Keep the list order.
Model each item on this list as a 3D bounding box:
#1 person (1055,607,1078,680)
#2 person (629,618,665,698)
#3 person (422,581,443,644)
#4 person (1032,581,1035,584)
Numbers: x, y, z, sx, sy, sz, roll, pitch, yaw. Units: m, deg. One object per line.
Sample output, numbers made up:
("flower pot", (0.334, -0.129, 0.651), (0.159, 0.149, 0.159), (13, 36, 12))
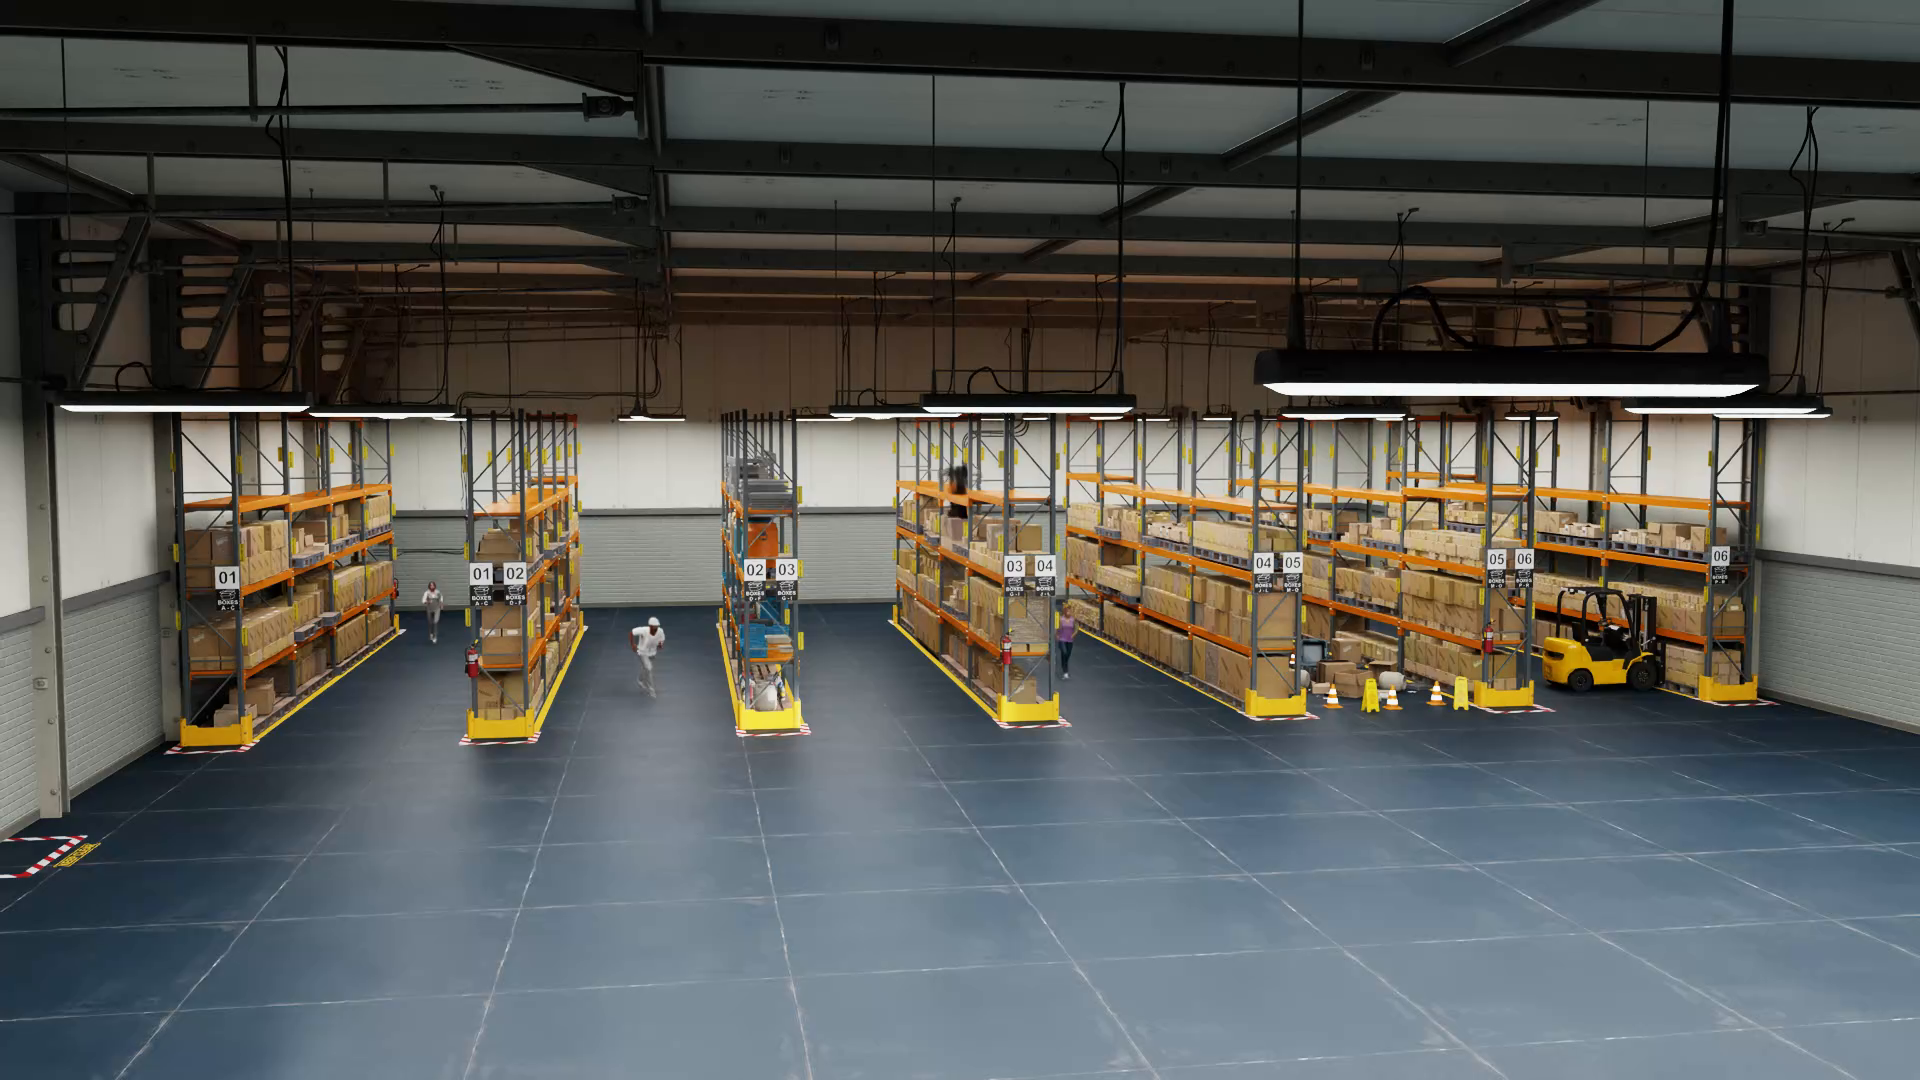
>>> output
("person", (2.406, 2.309, 37.579), (0.543, 1.610, 0.849), (-1, 4, -13))
("person", (-6.631, 2.465, 35.118), (0.754, 1.721, 1.035), (-3, 5, -35))
("person", (-13.751, 1.875, 43.363), (0.514, 1.609, 0.861), (-1, 4, -16))
("person", (2.315, 1.493, 49.018), (0.651, 1.676, 0.846), (1, 4, 16))
